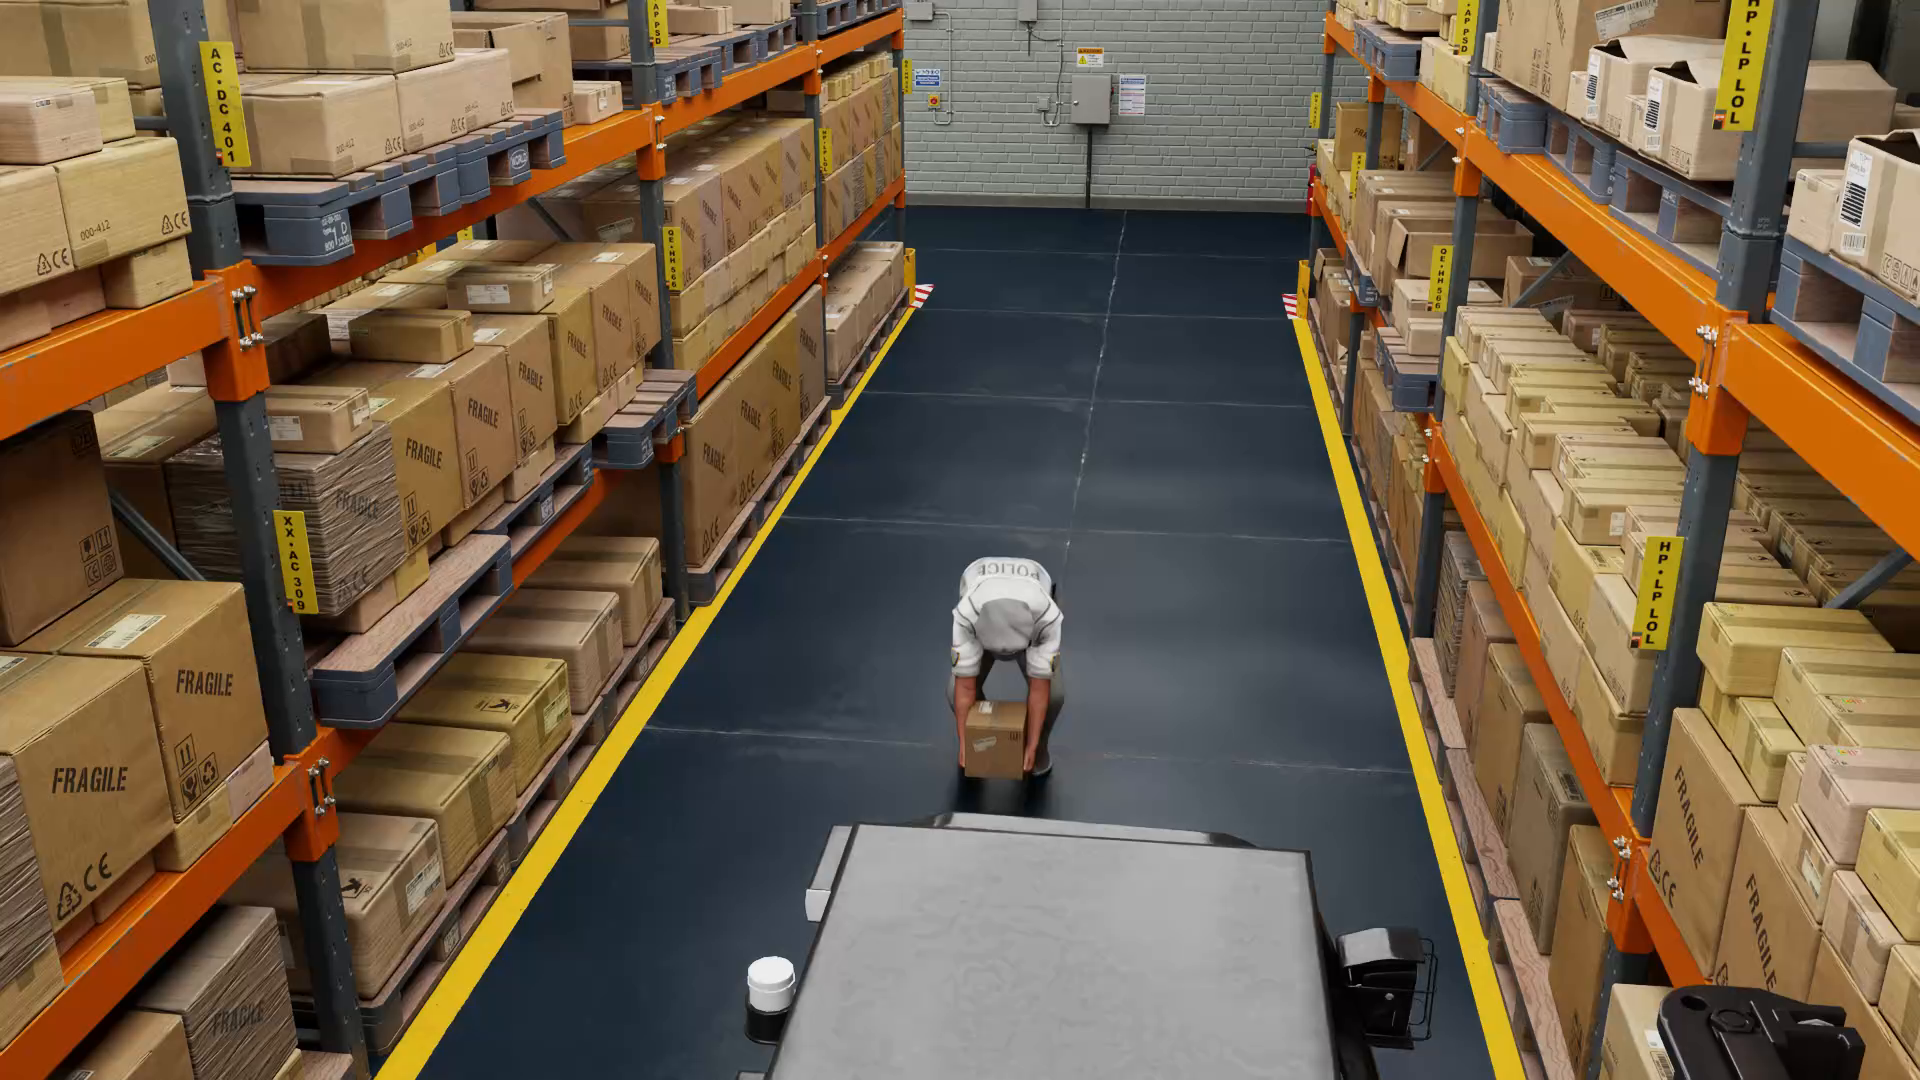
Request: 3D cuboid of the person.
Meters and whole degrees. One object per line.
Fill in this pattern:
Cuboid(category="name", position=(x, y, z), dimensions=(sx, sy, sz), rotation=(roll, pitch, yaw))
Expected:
Cuboid(category="person", position=(0.201, 0.610, 7.448), dimensions=(0.537, 1.064, 1.032), rotation=(1, 21, 4))
